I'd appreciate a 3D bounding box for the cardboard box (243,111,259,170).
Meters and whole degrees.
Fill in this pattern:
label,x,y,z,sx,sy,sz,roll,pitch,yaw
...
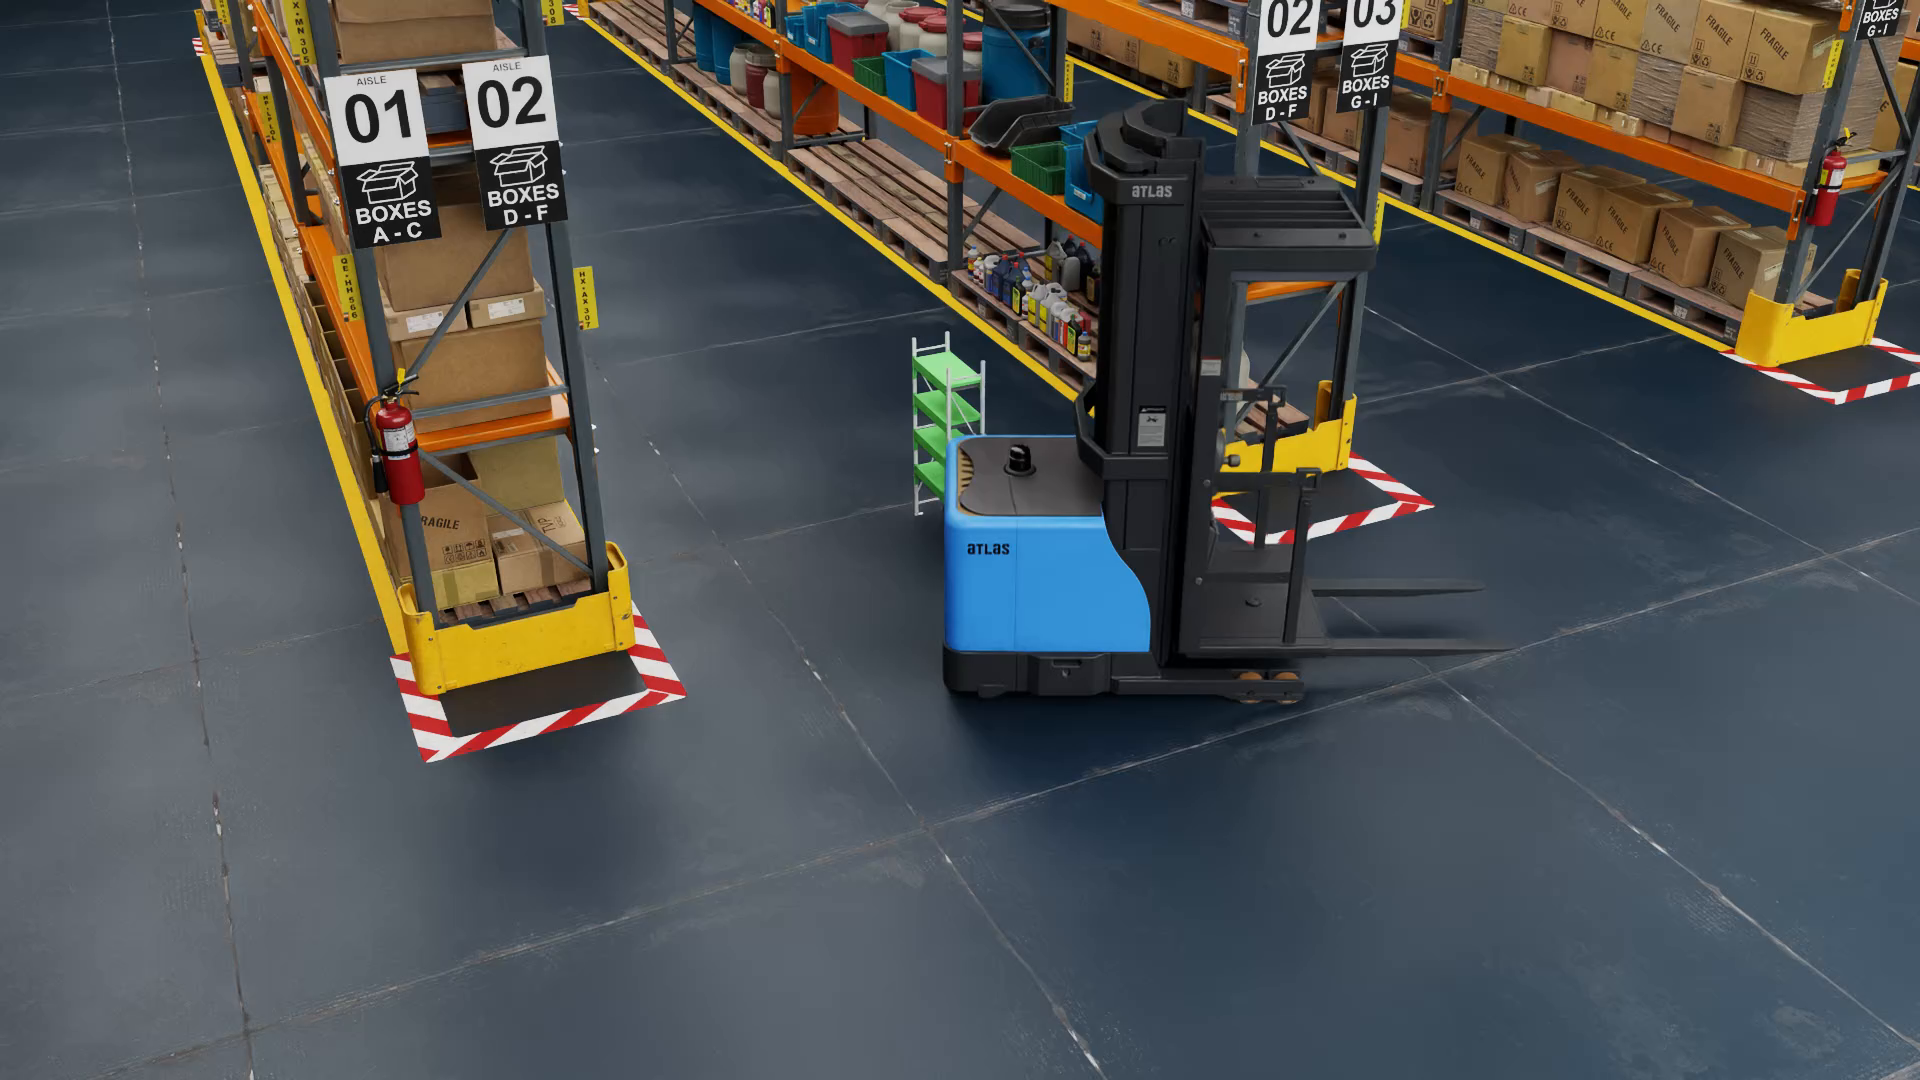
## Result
label,x,y,z,sx,sy,sz,roll,pitch,yaw
cardboard box,-6.656,-3.915,16.244,0.500,0.500,0.500,-14,32,-24

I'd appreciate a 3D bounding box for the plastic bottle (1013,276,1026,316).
label,x,y,z,sx,sy,sz,roll,pitch,yaw
plastic bottle,0.458,-1.891,12.856,0.061,0.283,0.133,-12,31,-20

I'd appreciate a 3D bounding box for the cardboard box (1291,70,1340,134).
label,x,y,z,sx,sy,sz,roll,pitch,yaw
cardboard box,3.933,-4.618,17.498,0.700,0.500,0.500,-10,31,-18

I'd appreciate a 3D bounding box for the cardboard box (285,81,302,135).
label,x,y,z,sx,sy,sz,roll,pitch,yaw
cardboard box,-5.085,-3.527,13.344,0.500,0.500,0.500,-15,33,-25

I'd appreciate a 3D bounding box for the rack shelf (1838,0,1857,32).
label,x,y,z,sx,sy,sz,roll,pitch,yaw
rack shelf,5.704,-4.644,13.106,1.077,0.370,4.000,-13,32,-22

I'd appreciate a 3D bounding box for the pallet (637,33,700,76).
label,x,y,z,sx,sy,sz,roll,pitch,yaw
pallet,-3.413,-6.127,20.934,1.003,0.211,1.213,-13,32,-22

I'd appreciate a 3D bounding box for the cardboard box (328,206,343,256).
label,x,y,z,sx,sy,sz,roll,pitch,yaw
cardboard box,-3.675,-2.072,10.748,0.700,0.500,0.500,-13,32,-22

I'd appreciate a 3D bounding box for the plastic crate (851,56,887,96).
label,x,y,z,sx,sy,sz,roll,pitch,yaw
plastic crate,-0.630,-4.110,14.703,0.450,0.188,0.662,-13,32,-22

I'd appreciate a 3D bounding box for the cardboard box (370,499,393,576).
label,x,y,z,sx,sy,sz,roll,pitch,yaw
cardboard box,-3.109,-0.064,9.653,0.500,0.250,0.500,-13,32,-22

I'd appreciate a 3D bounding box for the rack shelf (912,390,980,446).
label,x,y,z,sx,sy,sz,roll,pitch,yaw
rack shelf,-0.071,-0.750,9.974,0.258,0.148,0.480,-13,32,-22

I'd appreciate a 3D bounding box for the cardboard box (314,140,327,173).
label,x,y,z,sx,sy,sz,roll,pitch,yaw
cardboard box,-3.689,-2.646,10.446,0.700,0.500,0.500,-13,32,-22

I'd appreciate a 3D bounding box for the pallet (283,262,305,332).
label,x,y,z,sx,sy,sz,roll,pitch,yaw
pallet,-4.982,-2.095,13.743,1.003,0.211,1.213,-13,32,-22

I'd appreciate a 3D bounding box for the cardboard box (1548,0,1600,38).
label,x,y,z,sx,sy,sz,roll,pitch,yaw
cardboard box,5.239,-4.448,13.660,0.500,0.500,0.500,-13,32,-22

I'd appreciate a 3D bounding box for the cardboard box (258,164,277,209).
label,x,y,z,sx,sy,sz,roll,pitch,yaw
cardboard box,-5.861,-3.157,14.594,0.500,0.311,0.500,-12,31,-20

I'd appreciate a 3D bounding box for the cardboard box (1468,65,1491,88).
label,x,y,z,sx,sy,sz,roll,pitch,yaw
cardboard box,4.762,-4.152,14.817,0.380,0.149,0.250,-13,32,-22

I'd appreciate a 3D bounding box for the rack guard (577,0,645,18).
label,x,y,z,sx,sy,sz,roll,pitch,yaw
rack guard,-4.802,-7.711,23.463,1.175,0.500,0.348,-13,32,-22

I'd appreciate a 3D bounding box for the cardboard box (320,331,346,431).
label,x,y,z,sx,sy,sz,roll,pitch,yaw
cardboard box,-3.757,-1.053,10.649,0.500,0.500,0.500,-13,32,-22

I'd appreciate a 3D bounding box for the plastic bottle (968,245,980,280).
label,x,y,z,sx,sy,sz,roll,pitch,yaw
plastic bottle,0.113,-2.262,13.529,0.097,0.271,0.097,0,29,0

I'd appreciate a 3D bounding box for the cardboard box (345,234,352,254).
label,x,y,z,sx,sy,sz,roll,pitch,yaw
cardboard box,-3.279,-1.714,9.448,0.380,0.149,0.250,-12,32,-21

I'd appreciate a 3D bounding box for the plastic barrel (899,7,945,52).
label,x,y,z,sx,sy,sz,roll,pitch,yaw
plastic barrel,-0.341,-4.536,15.106,0.433,0.535,0.433,0,29,0

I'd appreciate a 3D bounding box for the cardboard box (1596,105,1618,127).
label,x,y,z,sx,sy,sz,roll,pitch,yaw
cardboard box,5.470,-3.504,13.662,0.380,0.149,0.250,-13,32,-22

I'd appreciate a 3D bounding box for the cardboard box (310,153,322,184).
label,x,y,z,sx,sy,sz,roll,pitch,yaw
cardboard box,-3.942,-2.397,10.665,0.380,0.149,0.250,-14,32,-23

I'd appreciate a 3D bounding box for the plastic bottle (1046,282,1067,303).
label,x,y,z,sx,sy,sz,roll,pitch,yaw
plastic bottle,0.730,-1.824,12.744,0.152,0.276,0.135,-13,32,-22

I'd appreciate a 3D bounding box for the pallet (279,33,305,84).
label,x,y,z,sx,sy,sz,roll,pitch,yaw
pallet,-3.194,-2.815,9.199,1.003,0.211,1.213,-13,32,-22

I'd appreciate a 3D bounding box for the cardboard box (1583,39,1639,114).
label,x,y,z,sx,sy,sz,roll,pitch,yaw
cardboard box,5.649,-3.837,13.592,0.875,0.500,0.500,-13,32,-22

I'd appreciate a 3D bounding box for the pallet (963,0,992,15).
label,x,y,z,sx,sy,sz,roll,pitch,yaw
pallet,0.628,-7.742,23.814,1.003,0.211,1.213,-13,32,-22

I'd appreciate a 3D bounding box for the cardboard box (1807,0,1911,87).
label,x,y,z,sx,sy,sz,roll,pitch,yaw
cardboard box,6.573,-3.675,12.282,0.500,0.500,0.500,-13,32,-22

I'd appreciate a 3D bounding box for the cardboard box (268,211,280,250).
label,x,y,z,sx,sy,sz,roll,pitch,yaw
cardboard box,-5.644,-2.690,14.336,0.500,0.250,0.500,-14,32,-23

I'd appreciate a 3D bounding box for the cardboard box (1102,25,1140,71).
label,x,y,z,sx,sy,sz,roll,pitch,yaw
cardboard box,2.475,-6.261,20.064,1.225,0.875,0.875,-13,32,-22

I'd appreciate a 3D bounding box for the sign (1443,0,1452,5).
label,x,y,z,sx,sy,sz,roll,pitch,yaw
sign,4.346,-4.920,14.745,0.100,0.325,0.005,-13,32,-22

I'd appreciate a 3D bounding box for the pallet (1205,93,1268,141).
label,x,y,z,sx,sy,sz,roll,pitch,yaw
pallet,3.462,-4.738,18.456,1.003,0.211,1.213,-13,32,-22

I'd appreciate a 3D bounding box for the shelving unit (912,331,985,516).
label,x,y,z,sx,sy,sz,roll,pitch,yaw
shelving unit,-0.071,-0.596,10.060,0.258,1.200,0.503,-13,32,-22

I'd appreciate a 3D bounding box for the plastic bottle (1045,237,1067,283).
label,x,y,z,sx,sy,sz,roll,pitch,yaw
plastic bottle,0.779,-2.275,13.472,0.144,0.351,0.185,-13,32,-22

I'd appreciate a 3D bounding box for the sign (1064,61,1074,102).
label,x,y,z,sx,sy,sz,roll,pitch,yaw
sign,0.874,-3.724,13.514,0.100,0.325,0.005,-13,32,-22

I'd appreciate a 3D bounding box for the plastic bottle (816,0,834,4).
label,x,y,z,sx,sy,sz,roll,pitch,yaw
plastic bottle,-1.376,-5.433,16.971,0.152,0.276,0.135,-13,32,-22

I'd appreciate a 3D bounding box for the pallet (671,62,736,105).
label,x,y,z,sx,sy,sz,roll,pitch,yaw
pallet,-2.769,-5.461,19.745,1.003,0.211,1.213,-13,32,-22

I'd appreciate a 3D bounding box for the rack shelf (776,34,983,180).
label,x,y,z,sx,sy,sz,roll,pitch,yaw
rack shelf,-0.486,-4.062,15.136,1.077,0.370,4.000,-13,32,-22

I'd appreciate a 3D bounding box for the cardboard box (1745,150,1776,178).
label,x,y,z,sx,sy,sz,roll,pitch,yaw
cardboard box,6.147,-2.849,12.494,0.380,0.149,0.250,-13,32,-22

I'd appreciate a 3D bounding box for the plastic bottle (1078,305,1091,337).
label,x,y,z,sx,sy,sz,roll,pitch,yaw
plastic bottle,0.917,-1.592,12.322,0.061,0.283,0.133,-13,32,-22

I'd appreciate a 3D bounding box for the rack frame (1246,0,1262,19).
label,x,y,z,sx,sy,sz,roll,pitch,yaw
rack frame,2.089,-4.342,8.766,1.000,3.000,0.127,-13,32,-22

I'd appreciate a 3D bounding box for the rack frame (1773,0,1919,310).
label,x,y,z,sx,sy,sz,roll,pitch,yaw
rack frame,6.563,-2.766,12.088,1.000,3.000,0.127,-13,32,-22

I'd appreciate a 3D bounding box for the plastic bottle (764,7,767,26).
label,x,y,z,sx,sy,sz,roll,pitch,yaw
plastic bottle,-1.937,-5.317,16.841,0.097,0.201,0.097,0,29,0

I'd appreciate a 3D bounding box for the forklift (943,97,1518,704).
label,x,y,z,sx,sy,sz,roll,pitch,yaw
forklift,1.427,-0.681,8.441,3.031,2.935,1.130,0,29,0

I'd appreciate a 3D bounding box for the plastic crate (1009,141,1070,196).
label,x,y,z,sx,sy,sz,roll,pitch,yaw
plastic crate,0.700,-2.741,12.261,0.450,0.188,0.662,-13,32,-22

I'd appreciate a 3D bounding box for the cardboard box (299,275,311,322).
label,x,y,z,sx,sy,sz,roll,pitch,yaw
cardboard box,-4.536,-1.801,12.177,0.500,0.311,0.500,-13,32,-22

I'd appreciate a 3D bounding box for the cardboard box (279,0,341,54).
label,x,y,z,sx,sy,sz,roll,pitch,yaw
cardboard box,-3.118,-2.628,8.356,0.500,0.250,0.500,-13,32,-22

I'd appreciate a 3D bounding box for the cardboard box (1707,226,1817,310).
label,x,y,z,sx,sy,sz,roll,pitch,yaw
cardboard box,6.310,-2.138,13.095,0.500,0.500,0.500,-7,30,-13

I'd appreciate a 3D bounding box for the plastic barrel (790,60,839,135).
label,x,y,z,sx,sy,sz,roll,pitch,yaw
plastic barrel,-1.570,-4.709,17.343,0.600,0.830,0.708,-13,32,-22

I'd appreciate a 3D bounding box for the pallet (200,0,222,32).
label,x,y,z,sx,sy,sz,roll,pitch,yaw
pallet,-7.293,-5.529,17.212,1.003,0.211,1.213,-13,32,-22

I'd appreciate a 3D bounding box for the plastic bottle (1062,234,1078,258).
label,x,y,z,sx,sy,sz,roll,pitch,yaw
plastic bottle,0.909,-2.305,13.526,0.144,0.351,0.185,-14,32,-23

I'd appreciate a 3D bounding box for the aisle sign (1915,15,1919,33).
label,x,y,z,sx,sy,sz,roll,pitch,yaw
aisle sign,6.860,-3.935,11.516,0.394,0.787,0.004,-13,32,-22

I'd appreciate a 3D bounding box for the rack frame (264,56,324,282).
label,x,y,z,sx,sy,sz,roll,pitch,yaw
rack frame,-4.103,-2.454,11.533,1.000,3.000,0.127,-13,32,-22

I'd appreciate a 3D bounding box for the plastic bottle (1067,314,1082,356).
label,x,y,z,sx,sy,sz,roll,pitch,yaw
plastic bottle,0.838,-1.500,12.158,0.061,0.283,0.133,-12,32,-21
